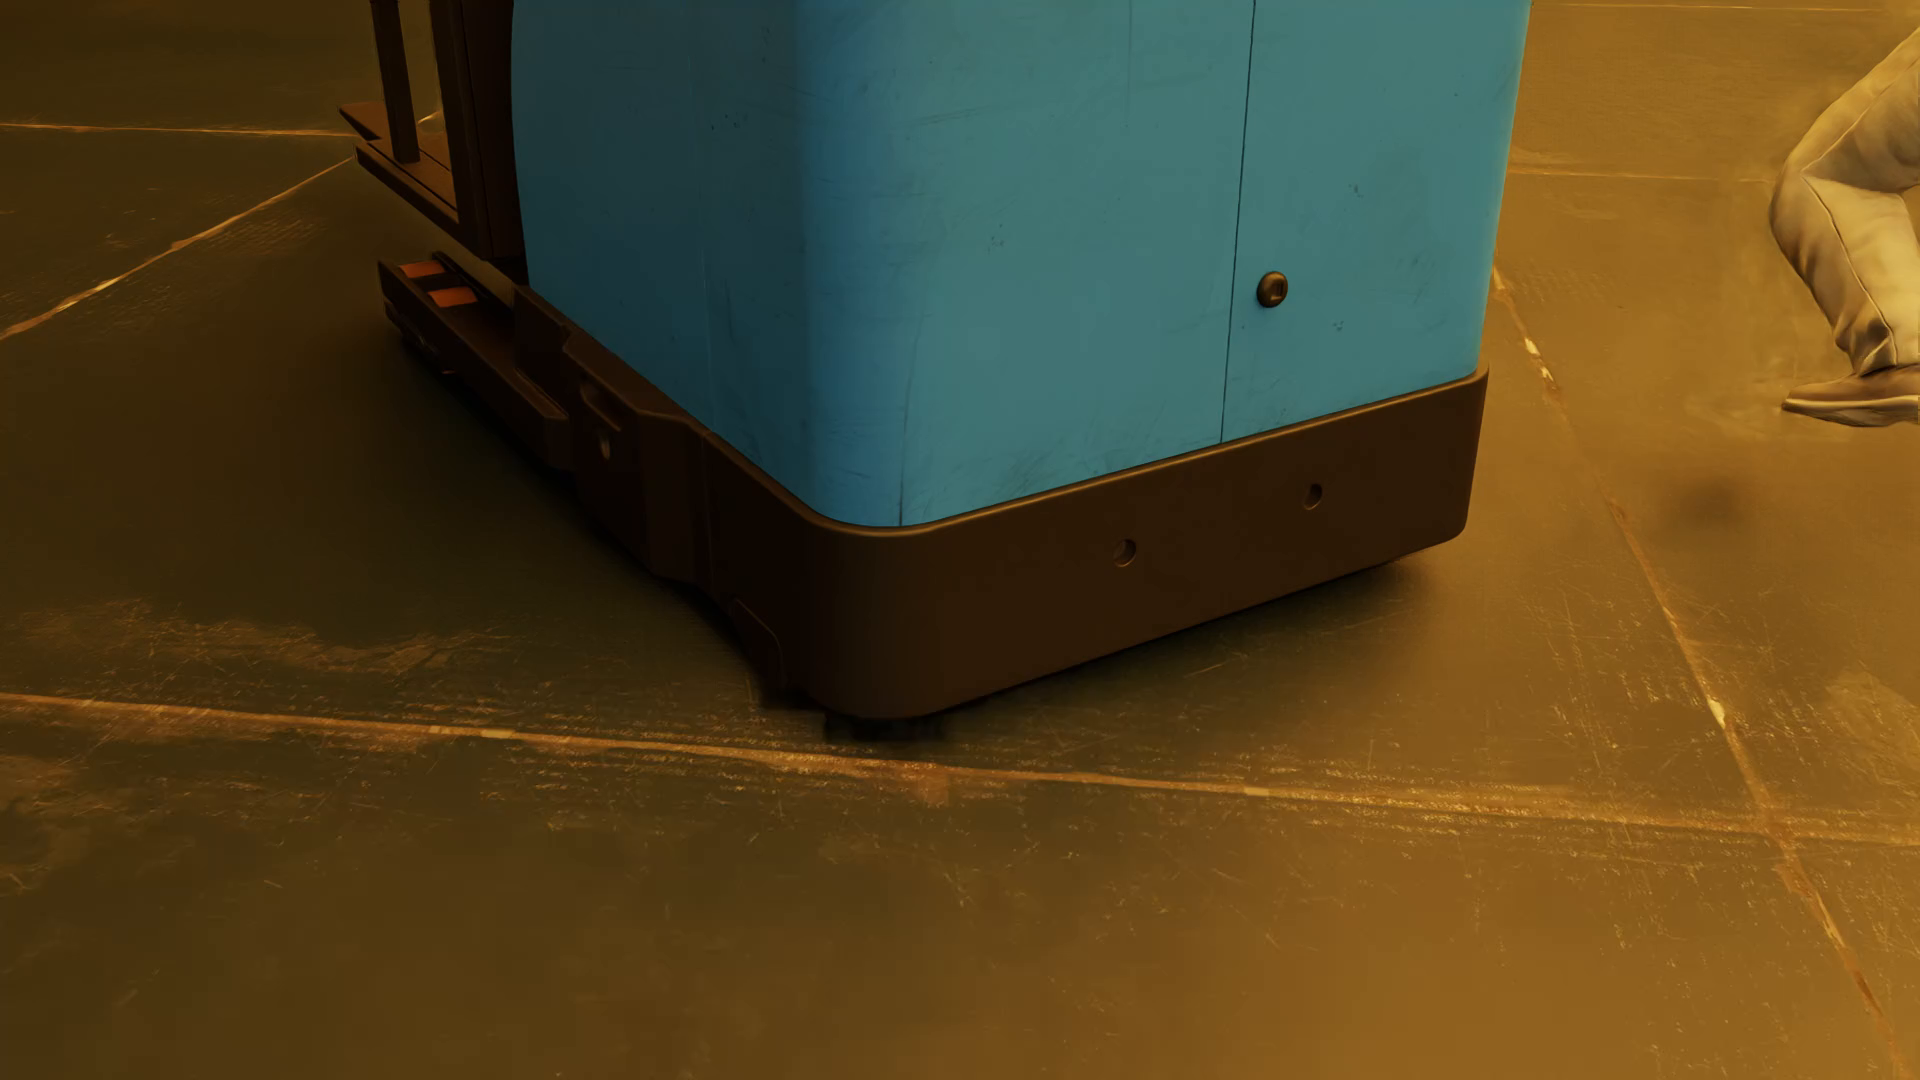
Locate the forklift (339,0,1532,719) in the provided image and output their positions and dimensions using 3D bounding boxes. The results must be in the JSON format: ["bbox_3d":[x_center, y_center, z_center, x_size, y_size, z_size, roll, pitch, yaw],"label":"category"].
[{"bbox_3d":[-0.477,-1.718,2.661,1.130,2.935,3.031,-16,30,-28],"label":"forklift"}]

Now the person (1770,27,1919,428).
[{"bbox_3d":[1.669,-0.770,2.489,1.096,1.395,0.721,5,27,10],"label":"person"}]
